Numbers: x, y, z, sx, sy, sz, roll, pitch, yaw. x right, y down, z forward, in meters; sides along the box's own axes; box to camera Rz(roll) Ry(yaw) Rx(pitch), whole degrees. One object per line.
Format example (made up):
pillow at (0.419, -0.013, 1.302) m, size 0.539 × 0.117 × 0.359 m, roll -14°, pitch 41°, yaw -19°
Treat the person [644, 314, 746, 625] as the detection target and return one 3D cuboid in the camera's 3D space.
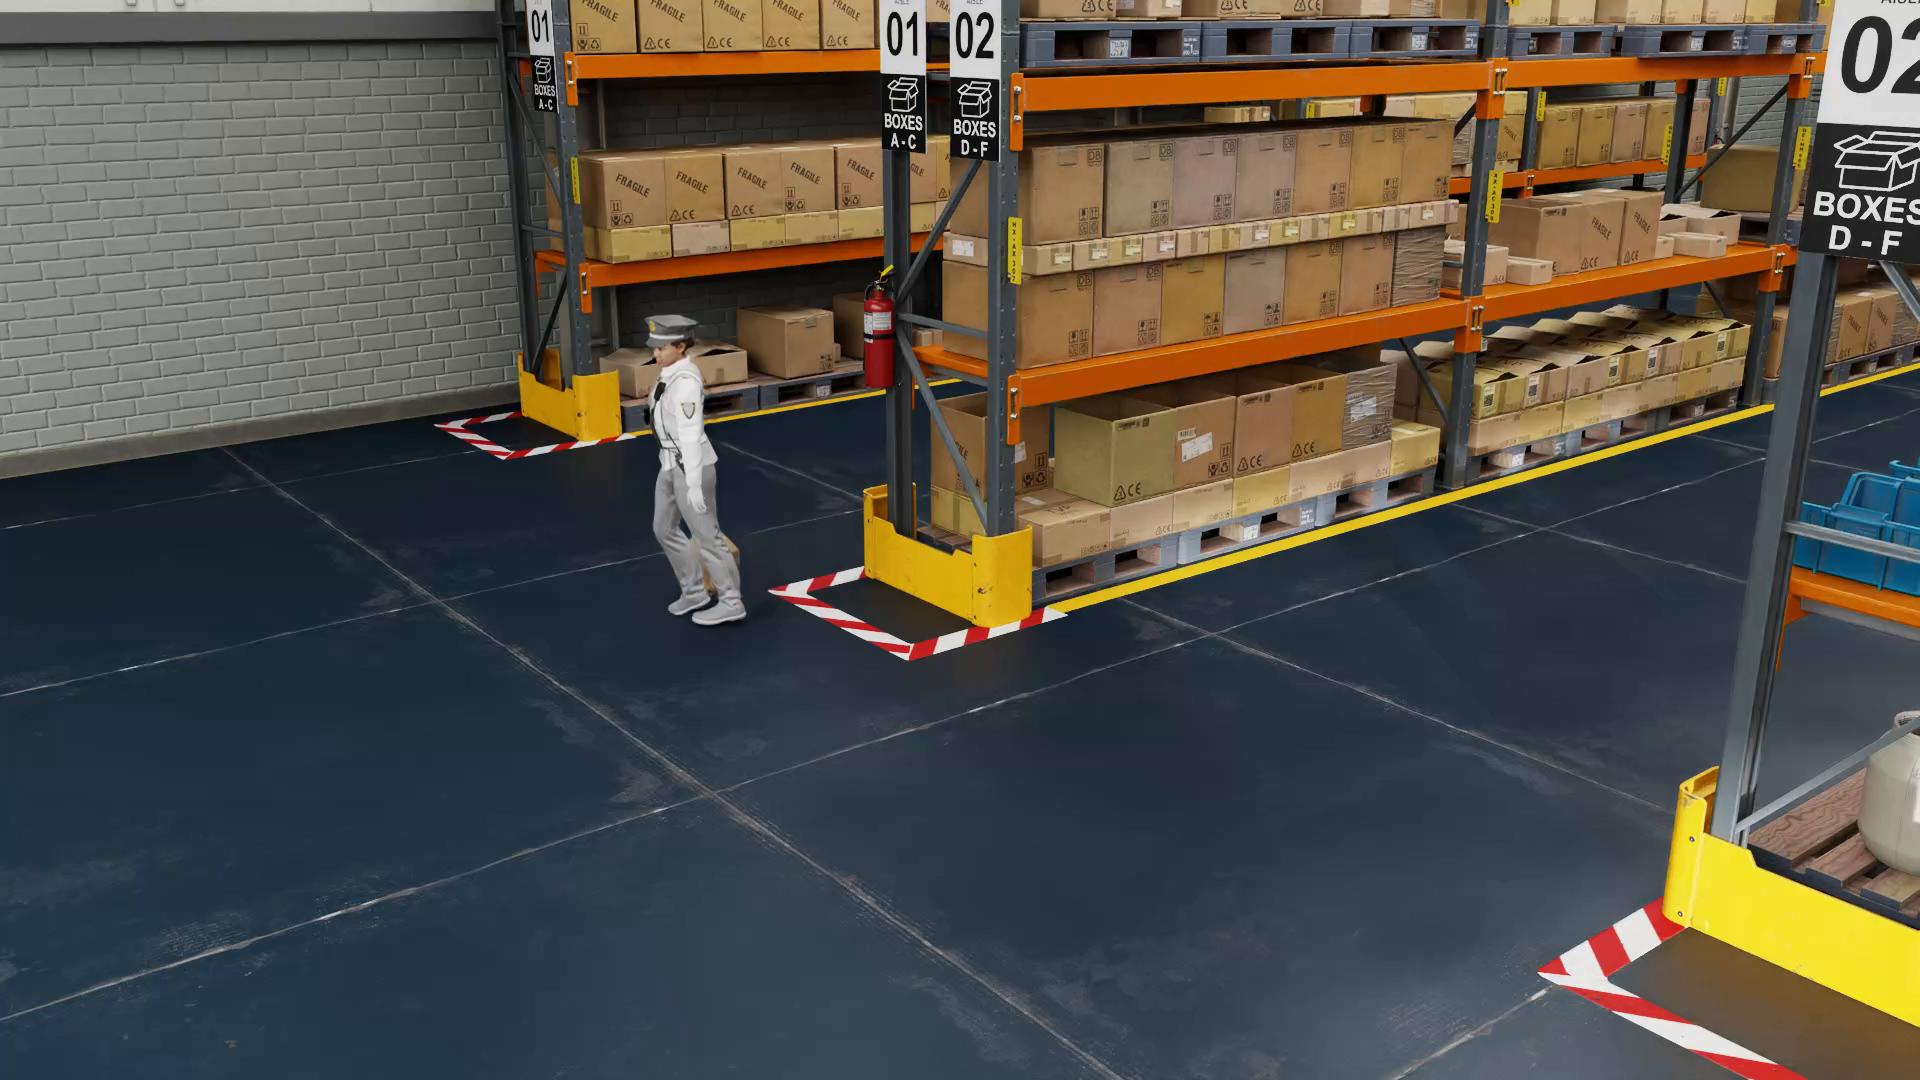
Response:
person at (-1.374, -0.336, 8.616) m, size 0.458 × 1.696 × 0.589 m, roll -5°, pitch 18°, yaw -15°
